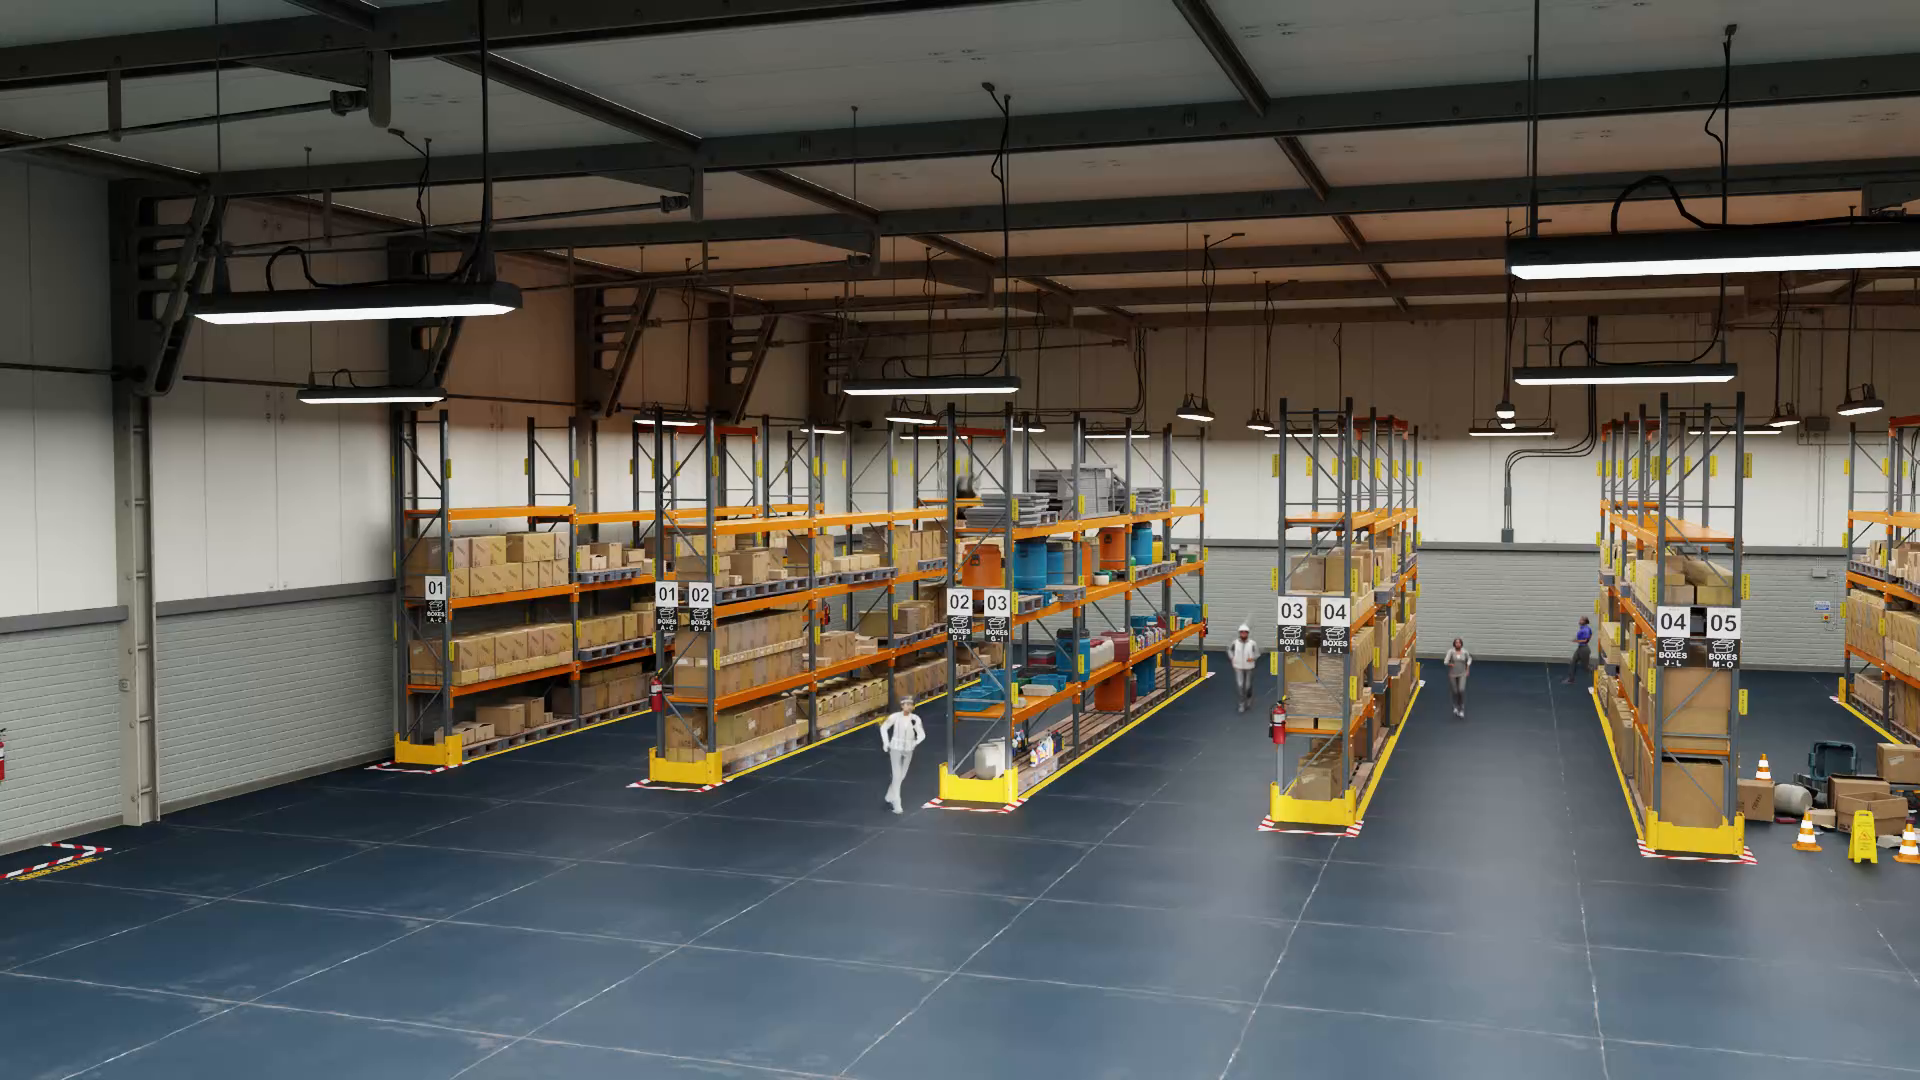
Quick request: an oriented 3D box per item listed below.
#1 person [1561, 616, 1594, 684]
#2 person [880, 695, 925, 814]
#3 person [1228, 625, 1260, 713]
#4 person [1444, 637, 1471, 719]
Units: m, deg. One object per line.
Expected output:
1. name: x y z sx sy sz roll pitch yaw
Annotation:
1. person: 14.358 2.548 38.322 0.875 1.619 0.616 0 2 11
2. person: -0.836 3.123 24.530 0.632 1.694 0.787 -1 3 -17
3. person: 5.863 2.645 34.359 0.664 1.778 0.804 1 3 13
4. person: 10.021 2.775 33.519 0.524 1.640 0.713 1 3 19
